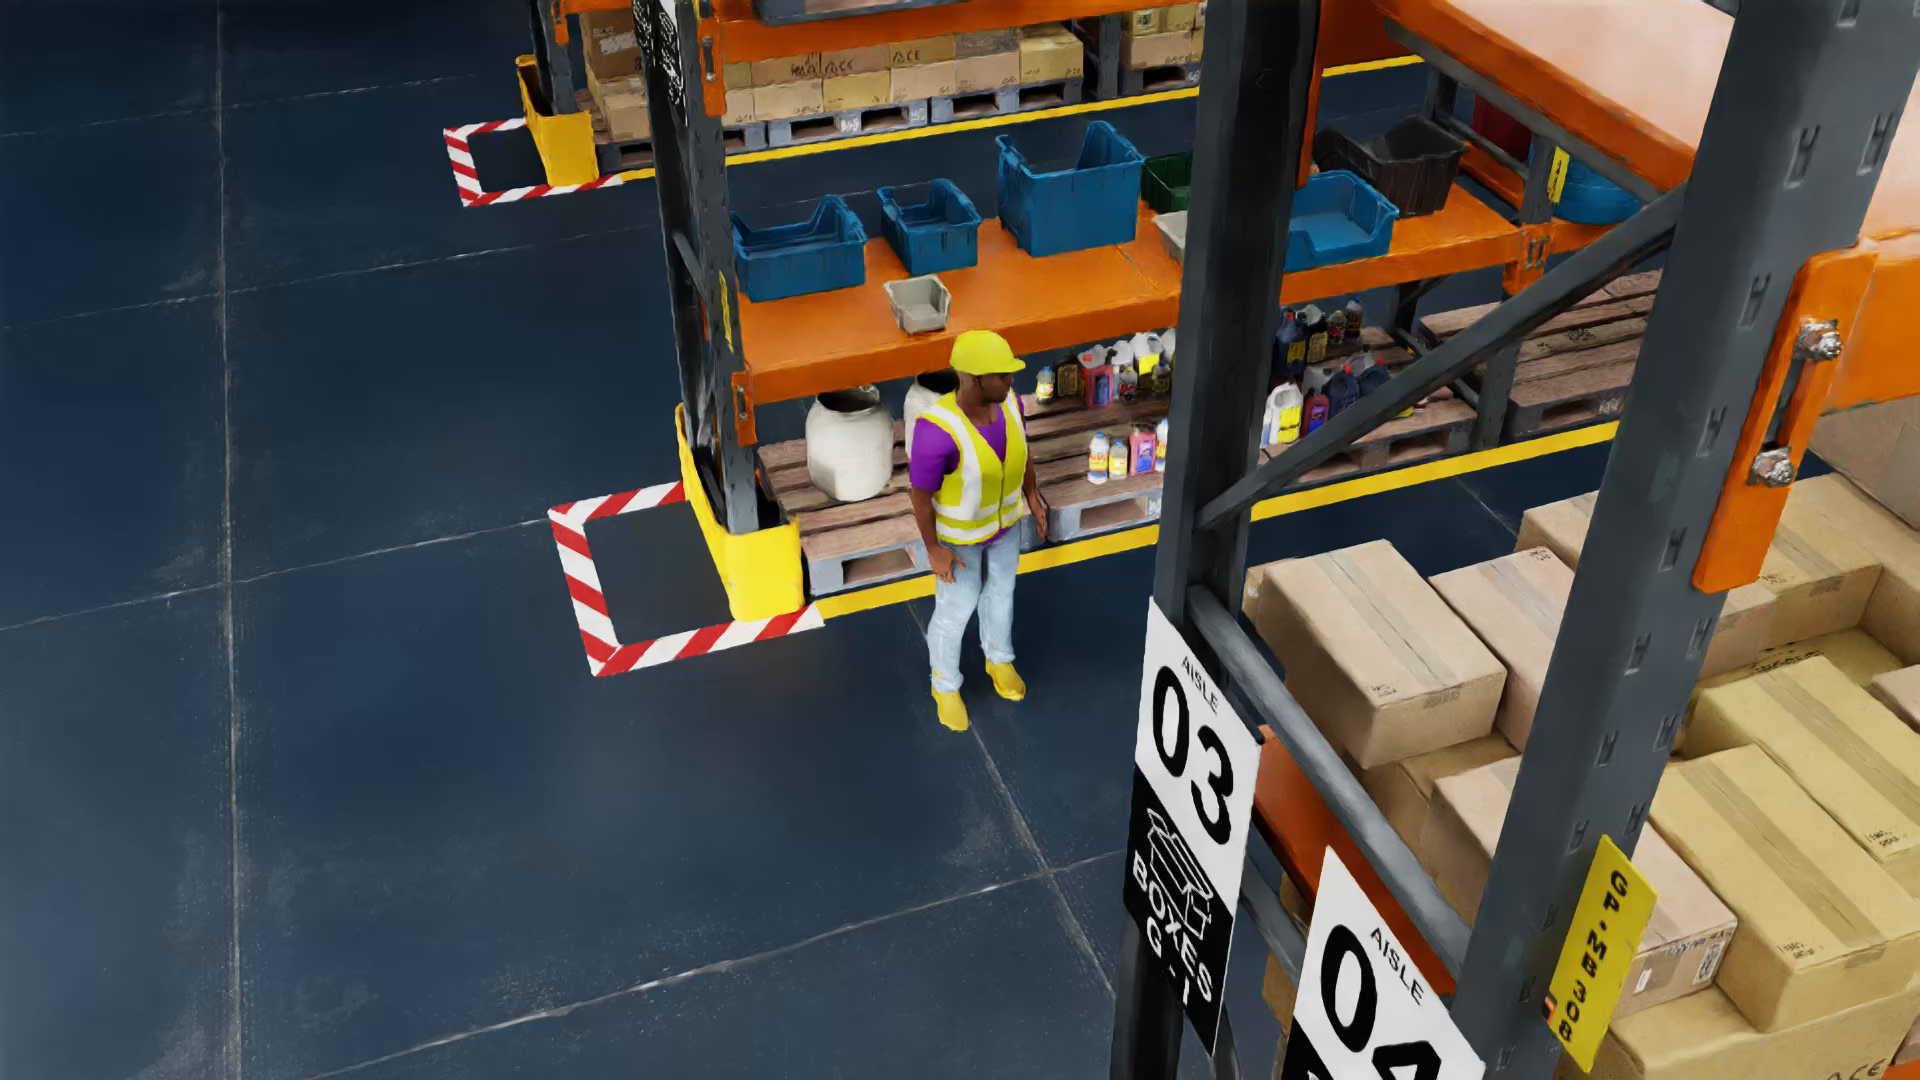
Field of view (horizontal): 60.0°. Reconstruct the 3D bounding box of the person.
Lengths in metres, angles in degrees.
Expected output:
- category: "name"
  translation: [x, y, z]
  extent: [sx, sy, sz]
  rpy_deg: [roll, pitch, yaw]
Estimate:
- category: "person"
  translation: [0.091, -0.044, 6.821]
  extent: [0.619, 1.811, 0.416]
  rpy_deg: [-30, 47, -33]
